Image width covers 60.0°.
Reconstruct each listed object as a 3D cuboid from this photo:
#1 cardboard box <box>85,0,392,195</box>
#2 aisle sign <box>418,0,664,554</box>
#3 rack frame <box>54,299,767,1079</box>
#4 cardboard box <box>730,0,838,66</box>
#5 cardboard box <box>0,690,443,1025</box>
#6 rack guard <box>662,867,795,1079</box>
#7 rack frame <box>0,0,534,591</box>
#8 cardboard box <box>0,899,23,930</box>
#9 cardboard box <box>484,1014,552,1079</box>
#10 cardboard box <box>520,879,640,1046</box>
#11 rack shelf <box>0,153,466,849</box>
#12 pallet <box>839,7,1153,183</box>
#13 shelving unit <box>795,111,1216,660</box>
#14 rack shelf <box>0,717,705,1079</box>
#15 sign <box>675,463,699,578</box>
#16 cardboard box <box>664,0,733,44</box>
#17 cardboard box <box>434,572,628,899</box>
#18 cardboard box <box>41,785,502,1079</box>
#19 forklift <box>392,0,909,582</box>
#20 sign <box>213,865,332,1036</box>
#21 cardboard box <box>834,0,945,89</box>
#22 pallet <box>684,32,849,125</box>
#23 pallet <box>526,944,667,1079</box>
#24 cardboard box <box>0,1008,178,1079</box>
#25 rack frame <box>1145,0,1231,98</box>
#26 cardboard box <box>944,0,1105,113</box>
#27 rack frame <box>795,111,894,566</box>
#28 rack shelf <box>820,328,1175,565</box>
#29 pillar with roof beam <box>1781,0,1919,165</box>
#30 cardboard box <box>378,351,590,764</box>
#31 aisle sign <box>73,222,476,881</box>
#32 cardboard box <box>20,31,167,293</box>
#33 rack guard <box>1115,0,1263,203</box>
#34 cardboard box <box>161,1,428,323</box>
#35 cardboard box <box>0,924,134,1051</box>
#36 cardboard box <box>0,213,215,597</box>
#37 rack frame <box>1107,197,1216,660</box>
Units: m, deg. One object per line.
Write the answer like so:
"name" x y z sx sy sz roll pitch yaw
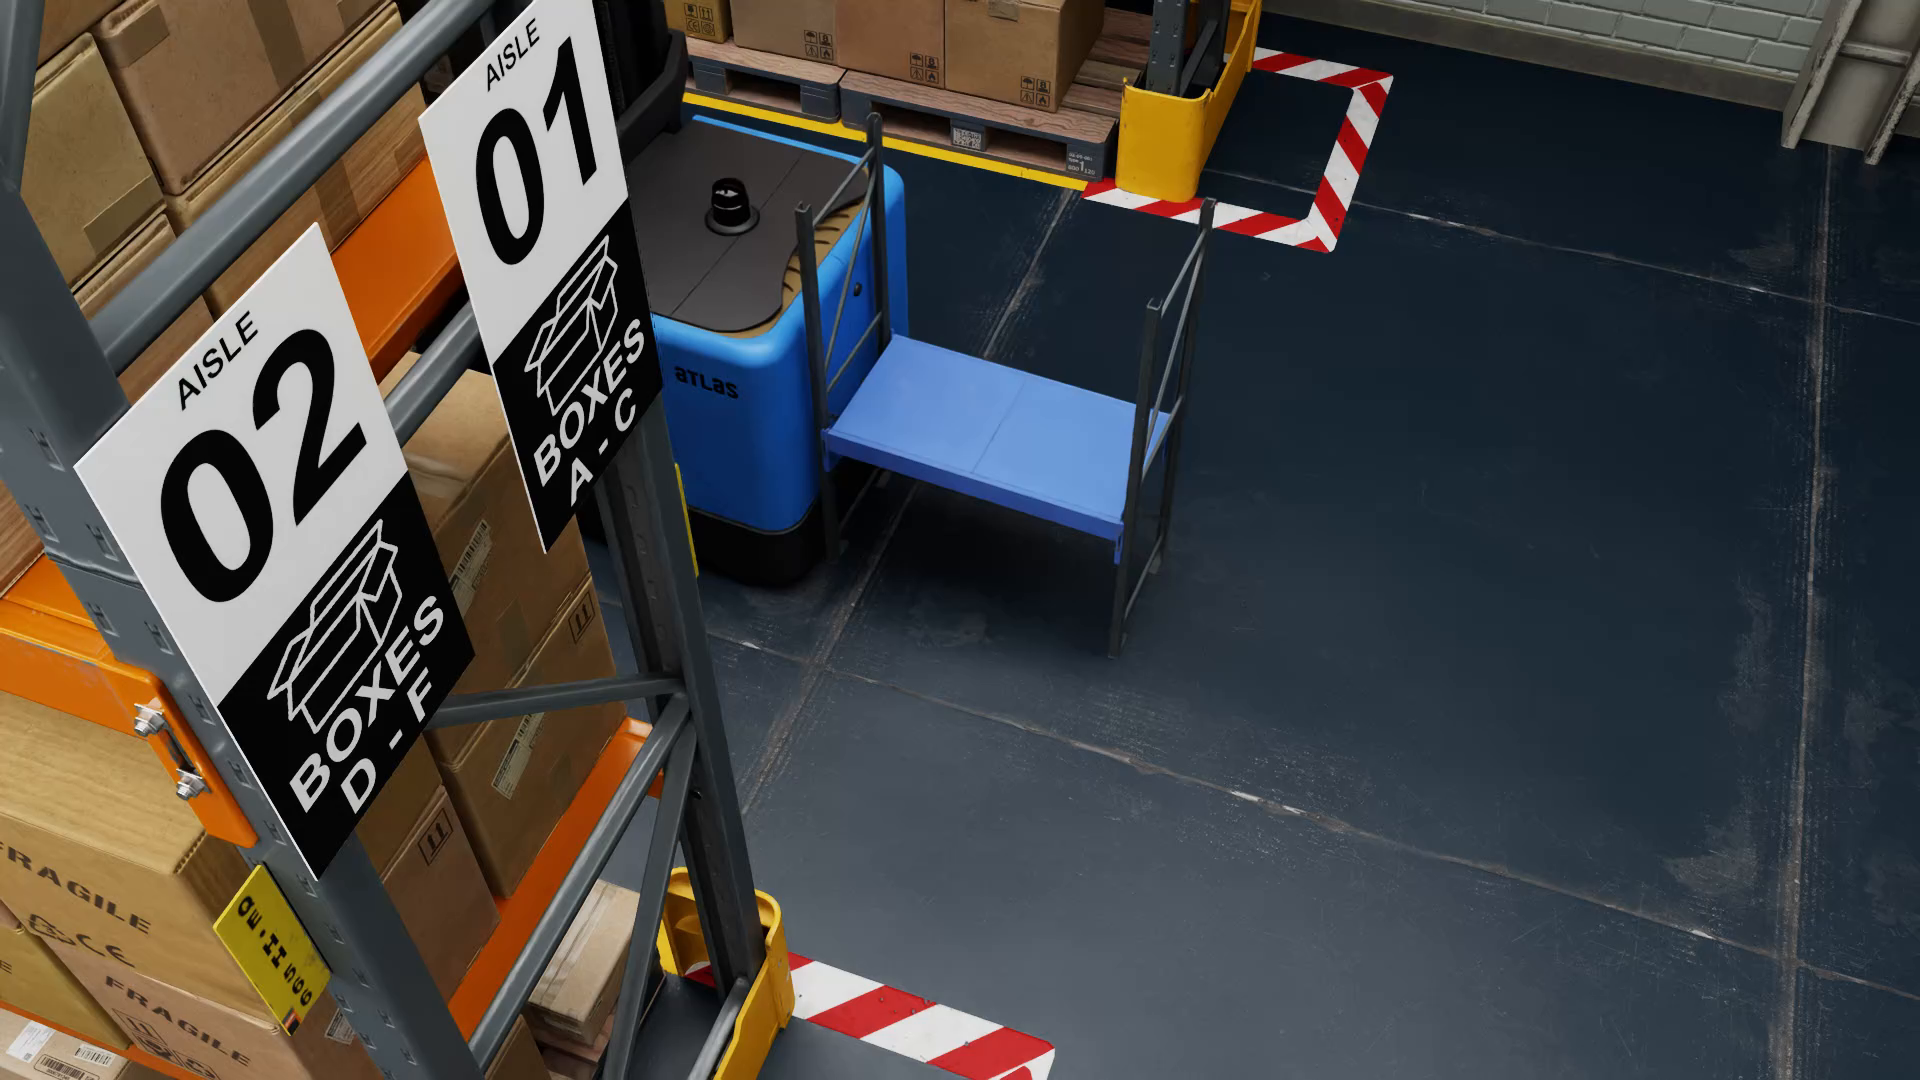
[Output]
"cardboard box" -1.124 -0.751 2.199 0.500 0.250 0.500 16 51 13
"aisle sign" -0.567 -0.376 2.371 0.004 0.787 0.394 16 51 13
"rack frame" -0.733 0.665 3.188 0.127 3.000 1.000 16 51 13
"cardboard box" -0.652 -2.541 7.343 0.500 0.500 0.700 14 51 12
"cardboard box" -1.246 0.384 2.705 0.500 0.500 0.500 15 51 13
"rack guard" -0.804 1.464 4.150 0.348 0.500 1.175 16 51 13
"rack frame" -0.733 -1.299 0.921 0.127 3.000 1.000 16 51 13
"cardboard box" -1.720 0.252 2.819 0.500 0.500 0.500 17 51 14
"cardboard box" -1.328 1.372 3.939 0.500 0.500 0.500 16 51 13
"cardboard box" -1.006 1.102 4.406 0.250 0.149 0.380 16 51 13
"rack shelf" -2.609 -0.605 2.781 4.000 0.370 1.077 16 51 13
"pallet" 0.203 -2.088 7.420 1.213 0.211 1.003 16 51 13
"shelving unit" 0.126 -0.429 5.129 1.048 1.500 0.538 18 51 15
"rack shelf" -2.609 0.377 3.914 4.000 0.370 1.077 16 51 13
"sign" -0.545 -0.003 3.195 0.005 0.325 0.100 16 51 13
"cardboard box" -1.155 -2.675 7.460 0.500 0.500 0.700 17 51 14
"cardboard box" -1.058 0.330 3.413 0.500 0.500 0.500 17 51 14
"cardboard box" -1.247 0.708 3.085 0.500 0.500 0.500 17 51 14
"forklift" -1.730 -1.564 5.166 3.031 2.935 1.130 18 51 15
"sign" -0.944 0.571 2.295 0.005 0.325 0.100 16 51 13
"cardboard box" -0.180 -2.409 7.229 0.500 0.500 0.700 15 51 13
"pallet" -0.937 -2.408 7.698 1.213 0.211 1.003 16 51 13
"pallet" -1.552 1.351 4.440 1.213 0.211 1.003 16 51 13
"cardboard box" -2.209 1.184 4.267 0.500 0.250 0.500 16 51 13
"rack frame" 0.980 -2.847 6.233 0.127 3.000 1.000 16 51 13
"cardboard box" 0.289 -2.278 7.116 0.500 0.500 0.700 16 51 13
"rack frame" -0.341 -0.581 5.261 0.032 1.500 0.500 18 51 15
"rack shelf" 0.126 -0.311 5.265 1.000 0.185 0.538 18 51 15
"pillar with roof beam" 2.321 -1.666 1.239 0.400 9.000 9.100 16 51 13
"cardboard box" -1.058 0.002 3.035 0.500 0.500 0.500 17 51 14
"aisle sign" -0.775 0.049 2.002 0.004 0.787 0.394 16 51 13
"cardboard box" -1.303 -0.385 1.883 0.500 0.250 0.500 16 51 13
"rack guard" 1.003 -2.022 7.172 0.348 0.500 1.175 16 51 13
"cardboard box" -1.127 -0.583 2.384 0.500 0.250 0.500 16 51 13
"cardboard box" -1.735 0.575 3.201 0.500 0.500 0.500 16 51 13
"cardboard box" -1.306 -0.216 2.066 0.500 0.250 0.500 16 51 13
"rack frame" 0.594 -0.278 4.998 0.032 1.500 0.500 18 51 15
